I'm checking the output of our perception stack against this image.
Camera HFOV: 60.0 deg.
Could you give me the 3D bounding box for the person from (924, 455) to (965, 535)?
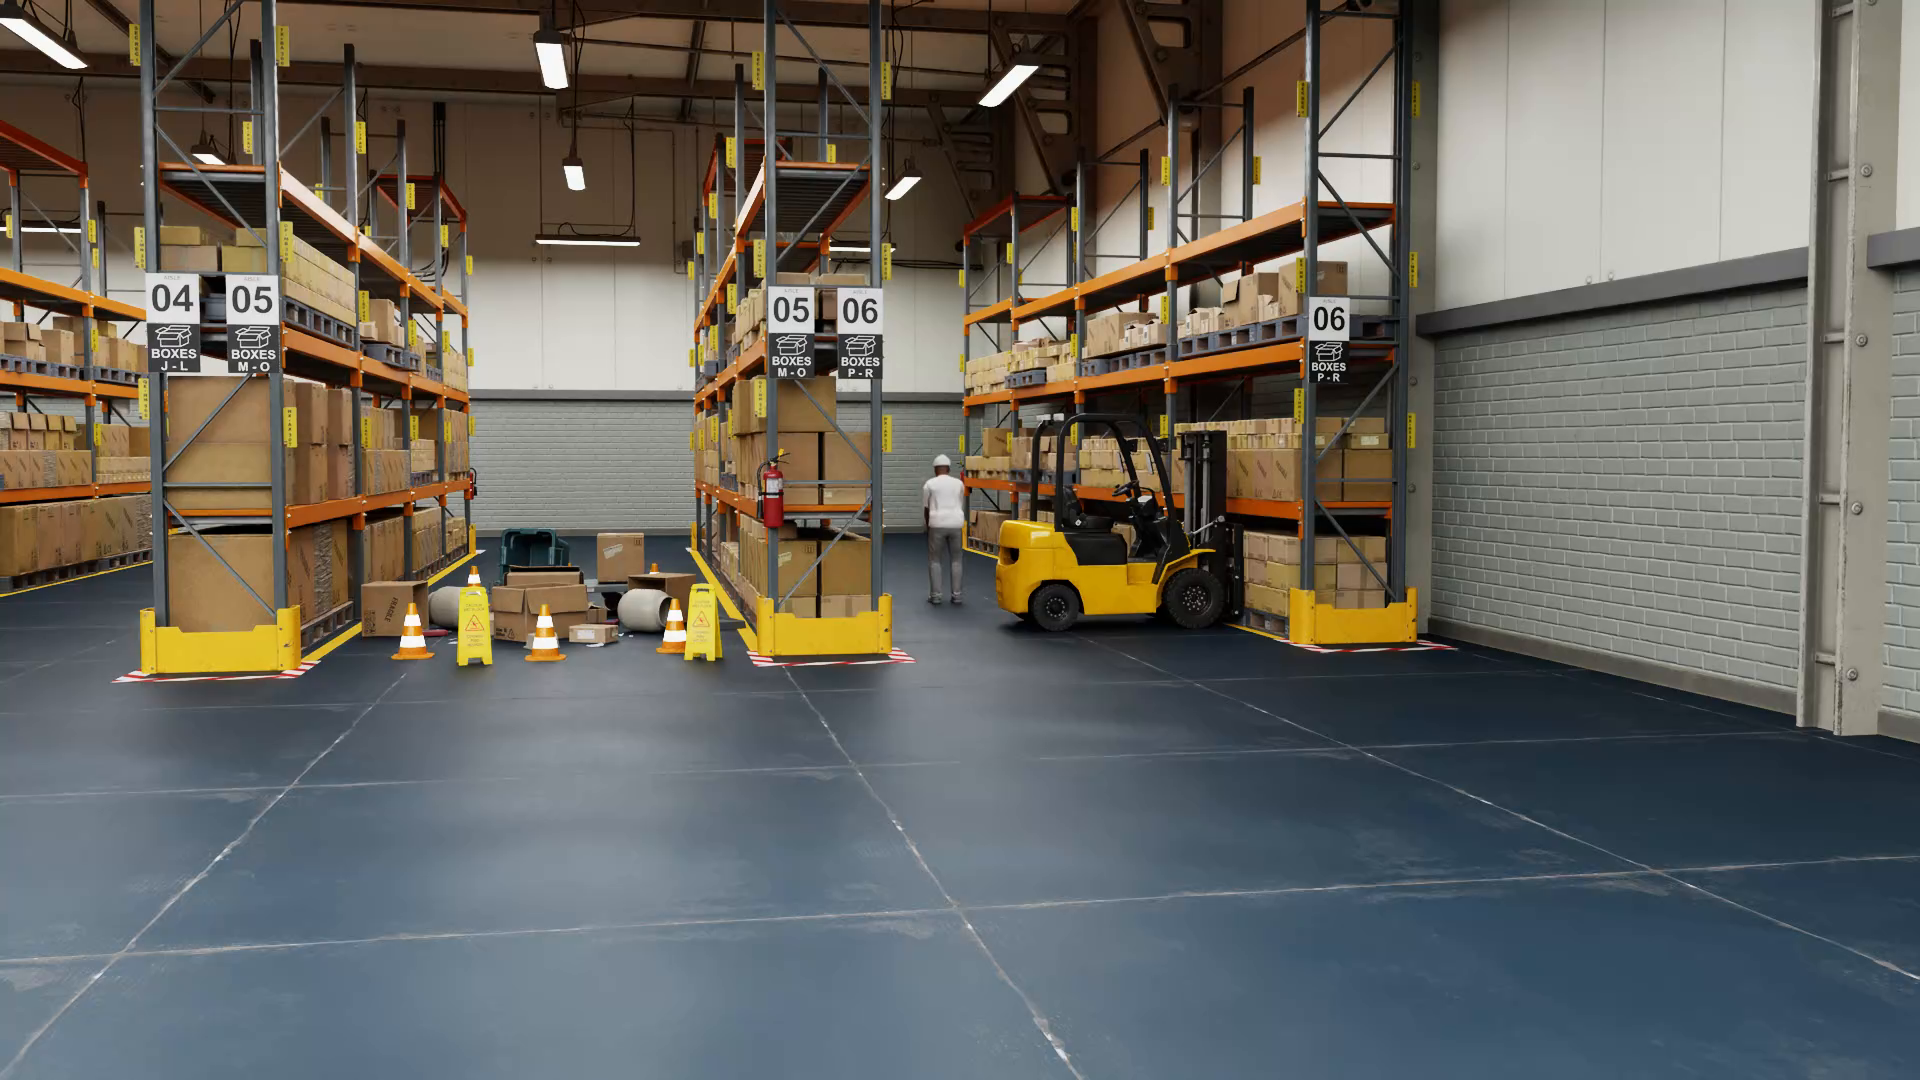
[{"bbox_3d":[-0.198,-0.528,19.672,0.471,0.960,0.590,-1,3,-12],"label":"person"}]
